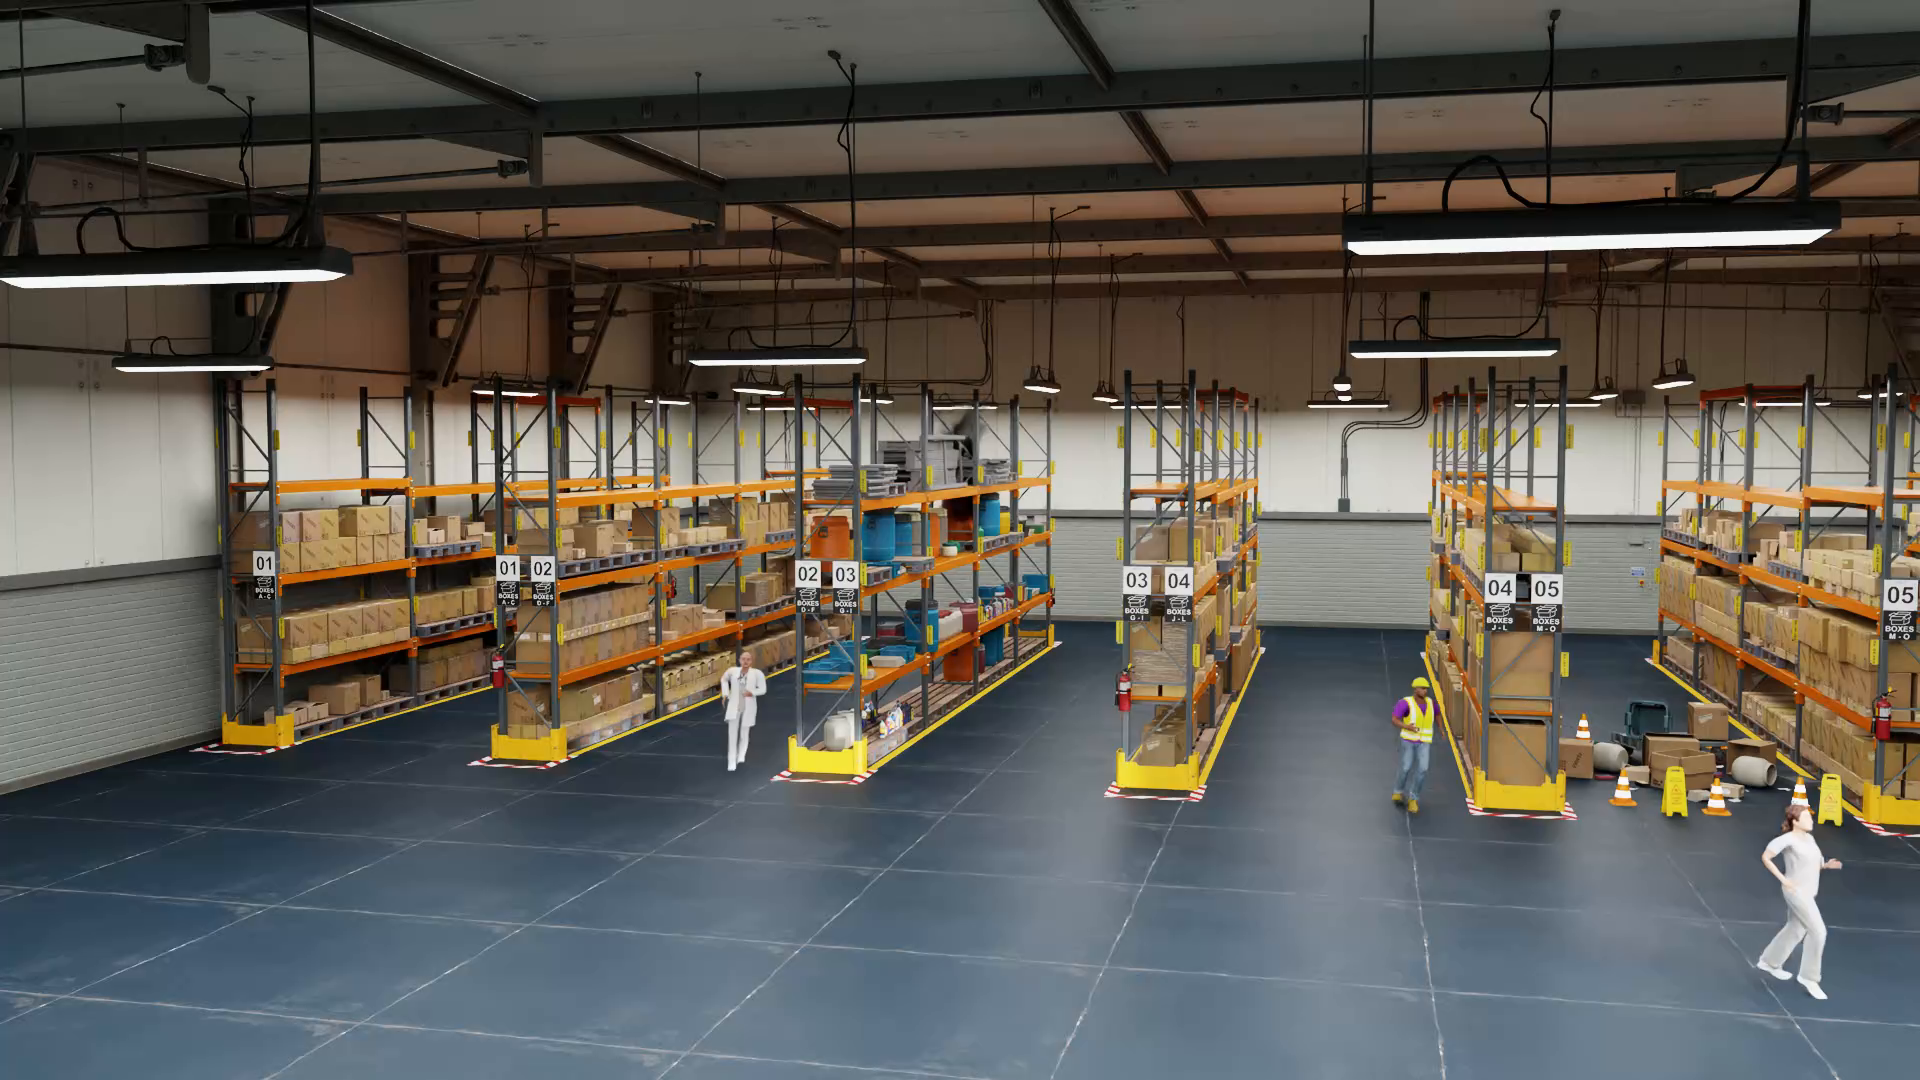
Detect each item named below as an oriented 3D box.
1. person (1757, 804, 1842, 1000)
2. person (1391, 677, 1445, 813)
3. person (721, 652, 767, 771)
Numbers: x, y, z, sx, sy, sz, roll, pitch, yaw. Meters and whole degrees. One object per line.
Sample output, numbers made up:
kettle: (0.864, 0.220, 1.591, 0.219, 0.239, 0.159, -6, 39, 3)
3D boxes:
person: (7.619, 3.257, 15.118, 0.546, 1.723, 0.712, -3, 5, -42)
person: (6.250, 2.772, 22.658, 0.762, 1.803, 0.677, 0, 3, -4)
person: (-3.313, 2.629, 25.465, 0.704, 1.853, 0.766, 0, 3, -6)
